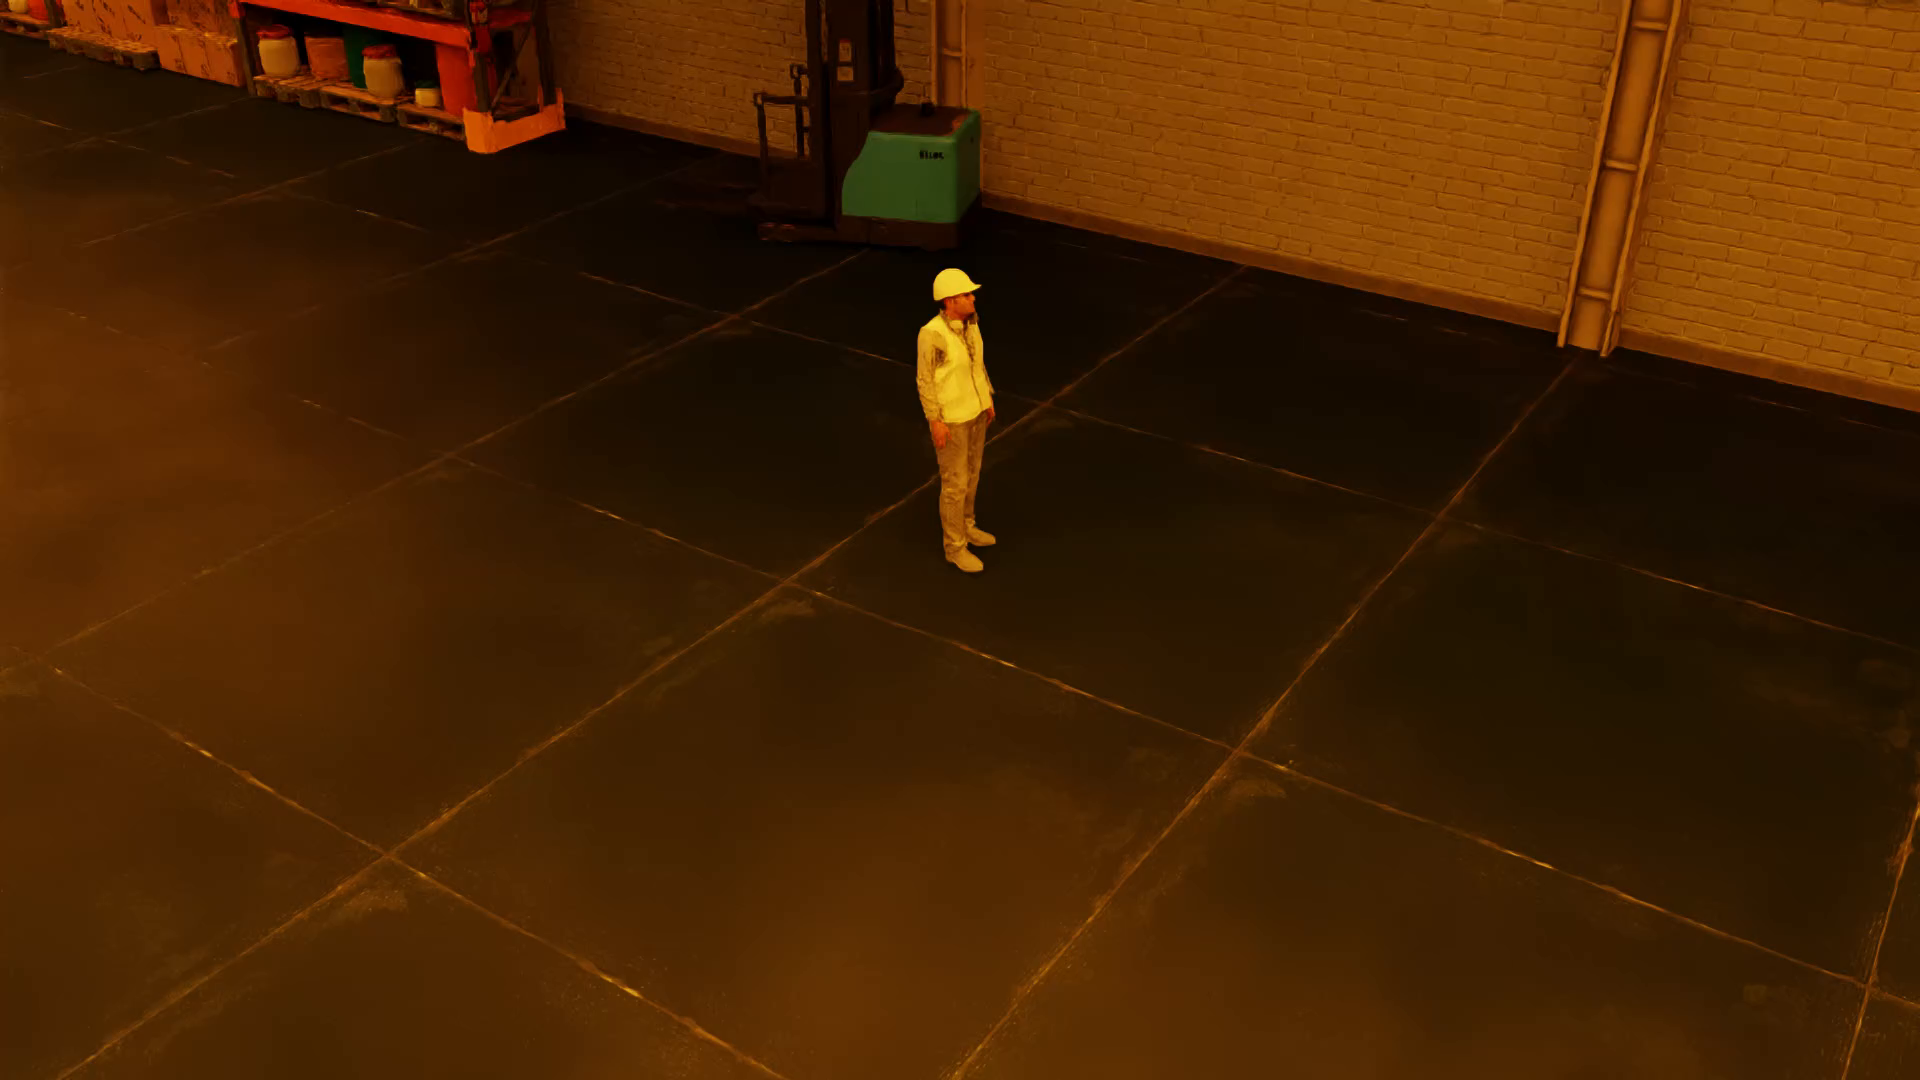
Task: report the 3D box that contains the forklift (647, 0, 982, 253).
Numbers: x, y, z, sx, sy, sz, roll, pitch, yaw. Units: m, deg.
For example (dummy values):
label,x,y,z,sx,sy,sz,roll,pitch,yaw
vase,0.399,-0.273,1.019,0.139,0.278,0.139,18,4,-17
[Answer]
label,x,y,z,sx,sy,sz,roll,pitch,yaw
forklift,-1.372,-4.222,14.852,3.031,2.935,1.130,7,31,12

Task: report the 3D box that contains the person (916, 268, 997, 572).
label,x,y,z,sx,sy,sz,roll,pitch,yaw
person,0.047,-0.752,10.015,0.567,1.773,0.632,19,35,29
